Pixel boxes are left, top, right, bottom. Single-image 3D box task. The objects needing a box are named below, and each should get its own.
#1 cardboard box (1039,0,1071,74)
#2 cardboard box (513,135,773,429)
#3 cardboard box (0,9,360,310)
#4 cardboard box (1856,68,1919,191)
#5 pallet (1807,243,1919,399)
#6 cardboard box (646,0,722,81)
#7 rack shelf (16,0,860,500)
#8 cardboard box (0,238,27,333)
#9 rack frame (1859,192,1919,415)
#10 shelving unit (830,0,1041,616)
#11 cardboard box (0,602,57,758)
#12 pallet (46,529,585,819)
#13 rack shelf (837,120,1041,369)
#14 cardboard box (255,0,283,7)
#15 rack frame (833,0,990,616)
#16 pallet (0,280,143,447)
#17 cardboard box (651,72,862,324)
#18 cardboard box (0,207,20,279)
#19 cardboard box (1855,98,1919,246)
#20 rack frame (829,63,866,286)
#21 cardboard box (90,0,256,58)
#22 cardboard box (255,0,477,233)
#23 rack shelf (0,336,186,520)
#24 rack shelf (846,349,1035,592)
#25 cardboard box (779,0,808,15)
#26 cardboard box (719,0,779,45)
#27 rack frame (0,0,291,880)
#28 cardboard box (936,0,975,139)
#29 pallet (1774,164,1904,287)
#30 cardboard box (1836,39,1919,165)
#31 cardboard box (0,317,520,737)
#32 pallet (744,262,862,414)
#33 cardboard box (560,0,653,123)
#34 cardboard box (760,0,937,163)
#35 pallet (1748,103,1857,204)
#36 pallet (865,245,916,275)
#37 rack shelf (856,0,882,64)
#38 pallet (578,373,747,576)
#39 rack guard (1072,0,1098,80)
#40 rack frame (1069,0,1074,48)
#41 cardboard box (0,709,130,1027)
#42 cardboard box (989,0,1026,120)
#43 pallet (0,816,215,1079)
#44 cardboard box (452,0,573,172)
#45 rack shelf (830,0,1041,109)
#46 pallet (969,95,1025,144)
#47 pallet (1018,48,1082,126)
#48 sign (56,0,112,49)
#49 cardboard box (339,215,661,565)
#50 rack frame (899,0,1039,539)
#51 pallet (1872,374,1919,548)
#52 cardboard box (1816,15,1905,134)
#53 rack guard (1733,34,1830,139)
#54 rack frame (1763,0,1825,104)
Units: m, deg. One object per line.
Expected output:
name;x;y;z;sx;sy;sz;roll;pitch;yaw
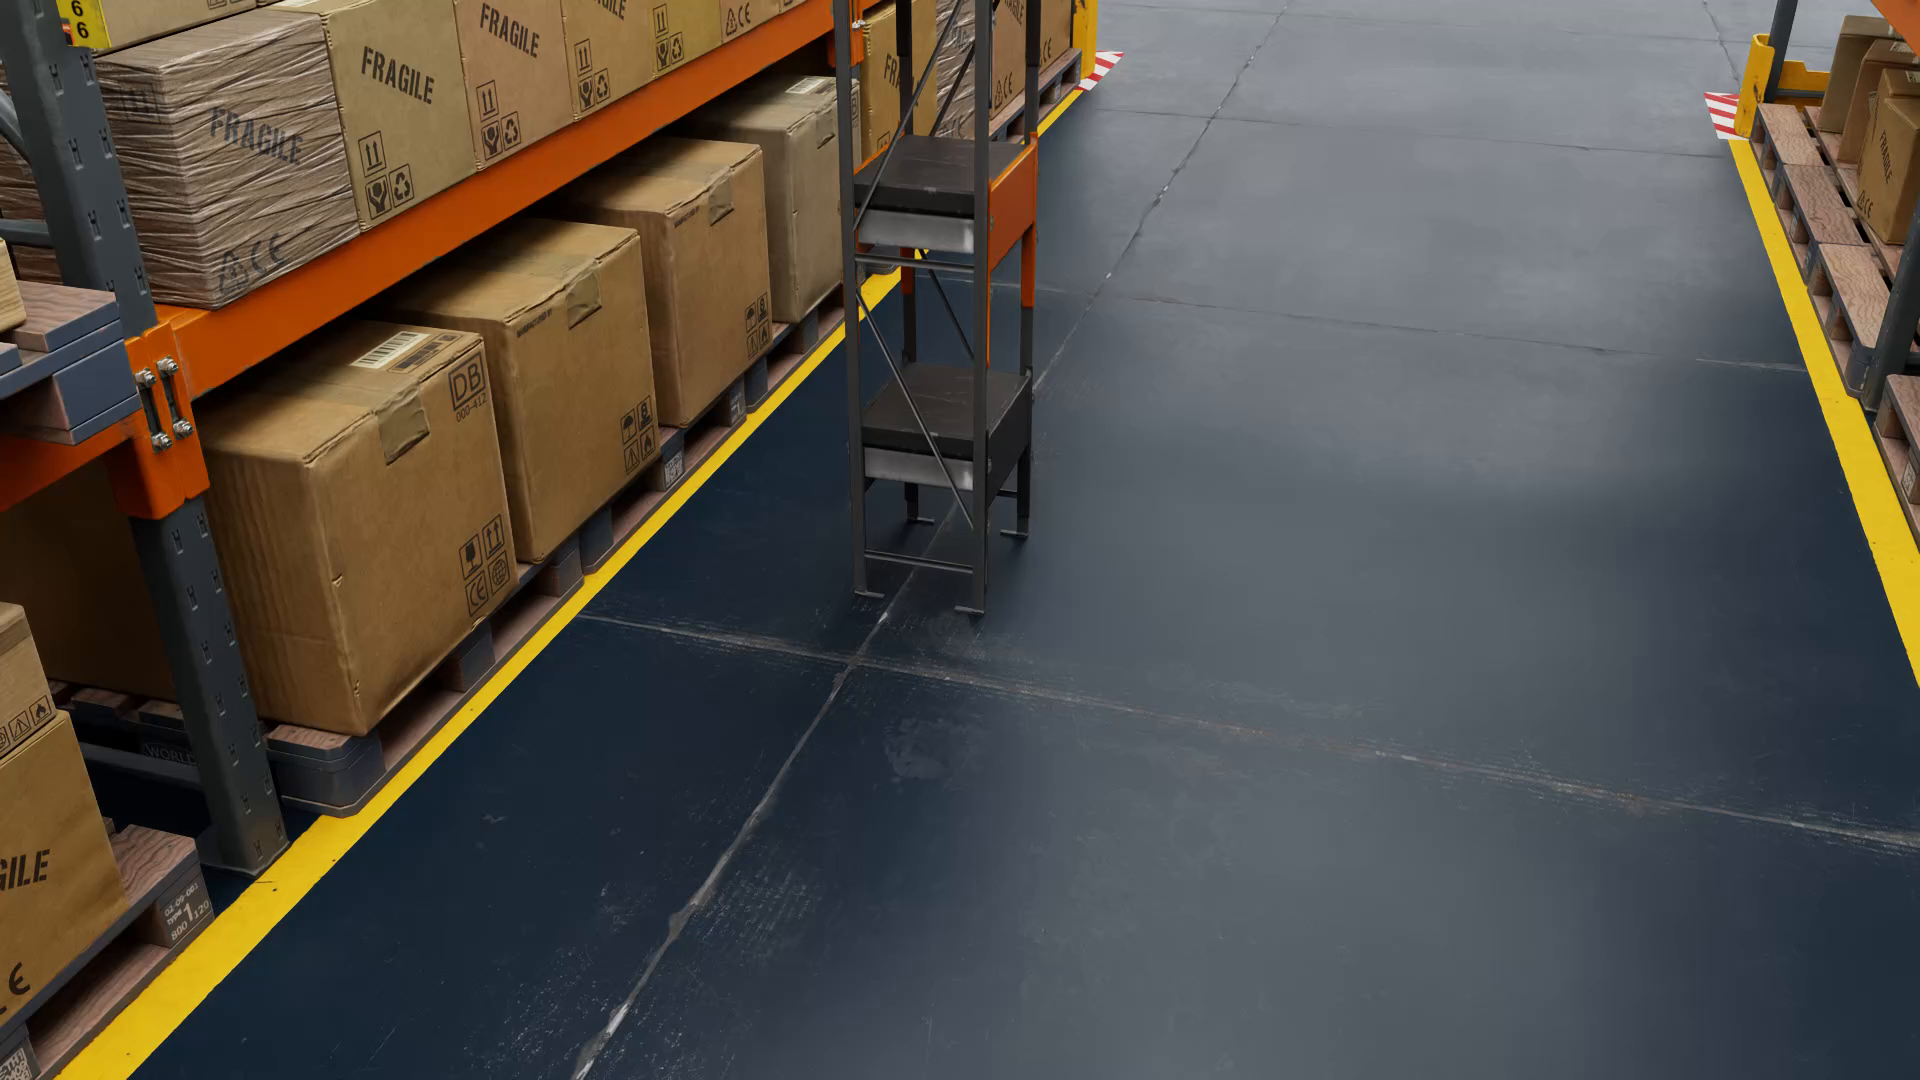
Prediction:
cardboard box;0.130;-3.274;9.804;0.875;0.875;0.875;9;30;15
cardboard box;-1.291;-0.936;5.730;1.050;0.750;0.750;8;30;15
cardboard box;-1.692;-0.840;3.571;0.500;0.500;0.500;9;30;15
cardboard box;4.434;-1.822;7.578;0.500;0.500;0.500;11;31;20
pallet;3.967;-0.829;6.523;1.003;0.211;1.213;8;30;15
cardboard box;-1.102;-1.778;5.258;0.500;0.500;0.500;9;30;15
rack shelf;-1.495;-1.241;5.136;1.077;0.370;4.000;8;30;15
cardboard box;-1.787;-0.405;2.719;0.380;0.149;0.250;9;30;16
rack frame;3.804;-1.730;5.275;1.000;3.000;0.127;8;30;15
shelving unit;-0.049;-0.841;4.601;0.431;2.100;0.503;8;30;15
cardboard box;-2.032;0.310;2.975;0.500;0.250;0.500;8;30;14
pallet;-1.778;0.237;4.607;1.003;0.211;1.213;8;30;15
rack shelf;-0.049;-0.829;4.608;0.431;0.518;0.480;8;30;15
cardboard box;-1.793;-1.549;3.818;0.700;0.500;0.500;8;30;14
rack frame;-0.120;-0.727;4.397;0.400;2.100;0.015;8;30;15
pallet;-2.189;-0.196;2.714;1.213;0.211;1.003;8;30;15
cardboard box;-1.004;-1.384;6.535;1.050;0.750;0.750;8;30;15
cardboard box;-2.206;-0.917;3.711;0.500;0.500;0.500;8;30;15
cardboard box;4.228;-1.569;7.124;0.500;0.500;0.500;6;30;10
rack frame;-0.908;-2.485;6.632;1.000;3.000;0.127;8;30;15
cardboard box;-1.941;-1.314;3.395;0.700;0.500;0.500;8;30;15
cardboard box;-1.546;-1.077;3.997;0.500;0.500;0.500;8;30;14
rack shelf;-2.669;0.618;1.794;1.077;0.370;4.000;8;30;15
rack shelf;-0.049;-0.217;4.948;0.431;0.518;0.480;8;30;15
cardboard box;-0.805;-2.248;6.103;0.500;0.500;0.500;8;30;15
cardboard box;-0.954;-2.013;5.681;0.500;0.500;0.500;8;30;14
rack frame;-2.082;-0.626;3.290;1.000;3.000;0.127;8;30;15
cardboard box;-0.395;-2.442;8.307;0.875;0.875;0.875;9;30;15
pallet;4.324;-1.398;7.545;1.003;0.211;1.213;8;30;15
cardboard box;4.636;-2.110;8.096;0.500;0.500;0.500;17;33;28
cardboard box;-1.817;-0.097;4.220;1.050;0.750;0.750;8;30;14
pallet;-1.062;-0.897;6.646;1.003;0.211;1.213;8;30;15
cardboard box;-1.249;-1.542;4.834;0.500;0.500;0.500;8;30;14
cardboard box;-0.656;-2.022;7.553;0.875;0.875;0.875;9;30;16
pallet;4.684;-1.963;8.561;1.003;0.211;1.213;8;30;15
pallet;-0.610;-1.609;7.925;1.003;0.211;1.213;8;30;15
rack shelf;-0.321;-3.100;8.477;1.077;0.370;4.000;8;30;15
pallet;-1.419;-0.328;5.623;1.003;0.211;1.213;8;30;15
rack guard;0.273;-3.263;10.601;1.175;0.500;0.348;8;30;15
rack frame;0.266;-4.344;9.973;1.000;3.000;0.127;8;30;15
cardboard box;-2.025;0.626;3.179;0.500;0.500;0.500;8;30;15
cardboard box;-0.126;-2.865;9.069;0.875;0.875;0.875;8;30;14
pallet;-2.313;0.955;3.315;1.003;0.211;1.213;8;30;15
cardboard box;-1.397;-1.311;4.418;0.500;0.500;0.500;8;30;15
rack shelf;-0.049;-1.440;4.268;0.431;0.518;0.480;8;30;15
pallet;-0.254;-2.177;8.947;1.003;0.211;1.213;8;30;15
pallet;0.106;-2.743;9.963;1.003;0.211;1.213;8;30;15
sign;-1.560;-1.024;2.896;0.100;0.325;0.005;8;30;15
cardboard box;-1.564;-0.503;4.952;1.050;0.750;0.750;9;30;16
rack frame;0.023;-0.954;4.805;0.400;2.100;0.015;8;30;15
pallet;3.577;-0.150;5.302;1.003;0.211;1.213;8;30;15
cardboard box;4.779;-2.393;8.605;0.500;0.500;0.500;14;32;24
rack guard;4.956;-2.462;9.161;1.175;0.500;0.348;8;30;15
rack frame;4.978;-3.589;8.616;1.000;3.000;0.127;8;30;15
